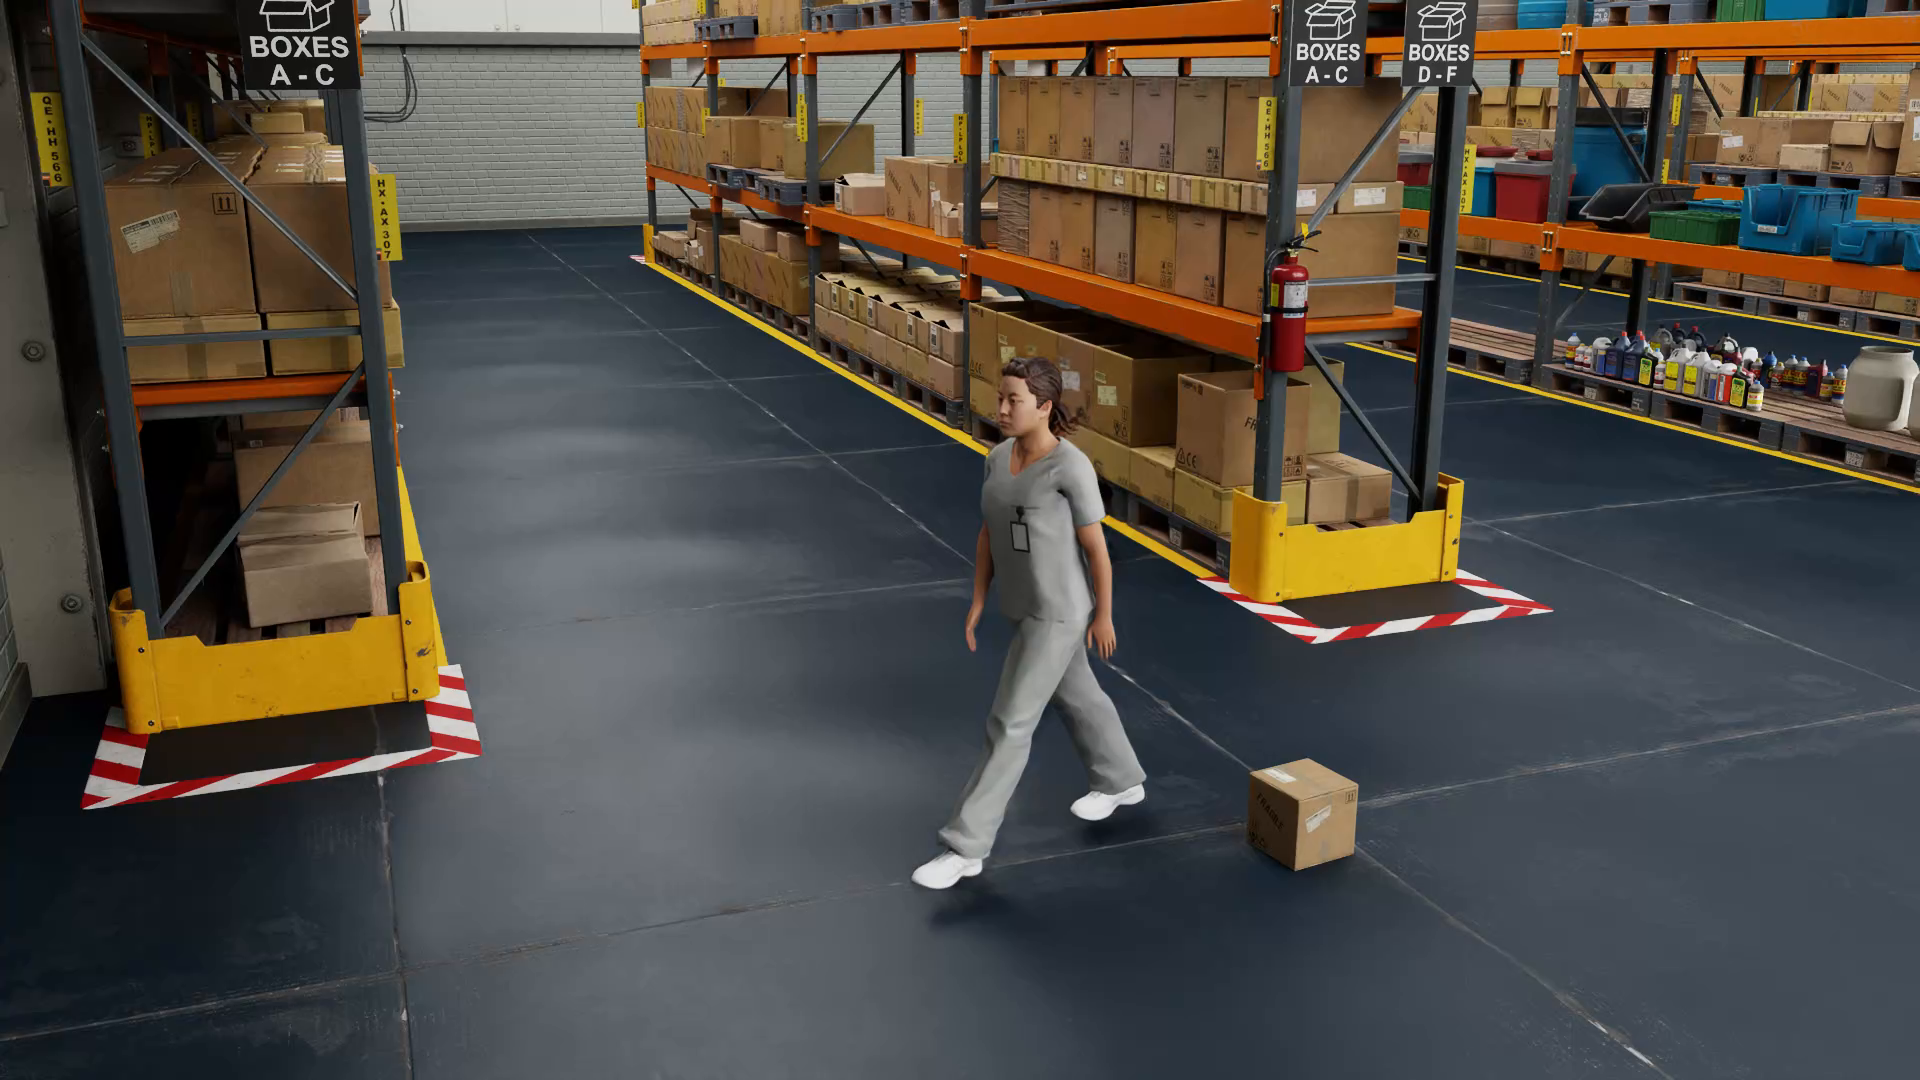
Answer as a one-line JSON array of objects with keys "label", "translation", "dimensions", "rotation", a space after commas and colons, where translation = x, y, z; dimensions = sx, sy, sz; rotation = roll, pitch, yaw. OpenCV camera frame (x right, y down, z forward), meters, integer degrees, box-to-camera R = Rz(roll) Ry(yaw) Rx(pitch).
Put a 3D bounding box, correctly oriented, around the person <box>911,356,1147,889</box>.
[{"label": "person", "translation": [0.206, 0.215, 5.249], "dimensions": [1.042, 1.594, 0.446], "rotation": [-10, 19, -33]}]
